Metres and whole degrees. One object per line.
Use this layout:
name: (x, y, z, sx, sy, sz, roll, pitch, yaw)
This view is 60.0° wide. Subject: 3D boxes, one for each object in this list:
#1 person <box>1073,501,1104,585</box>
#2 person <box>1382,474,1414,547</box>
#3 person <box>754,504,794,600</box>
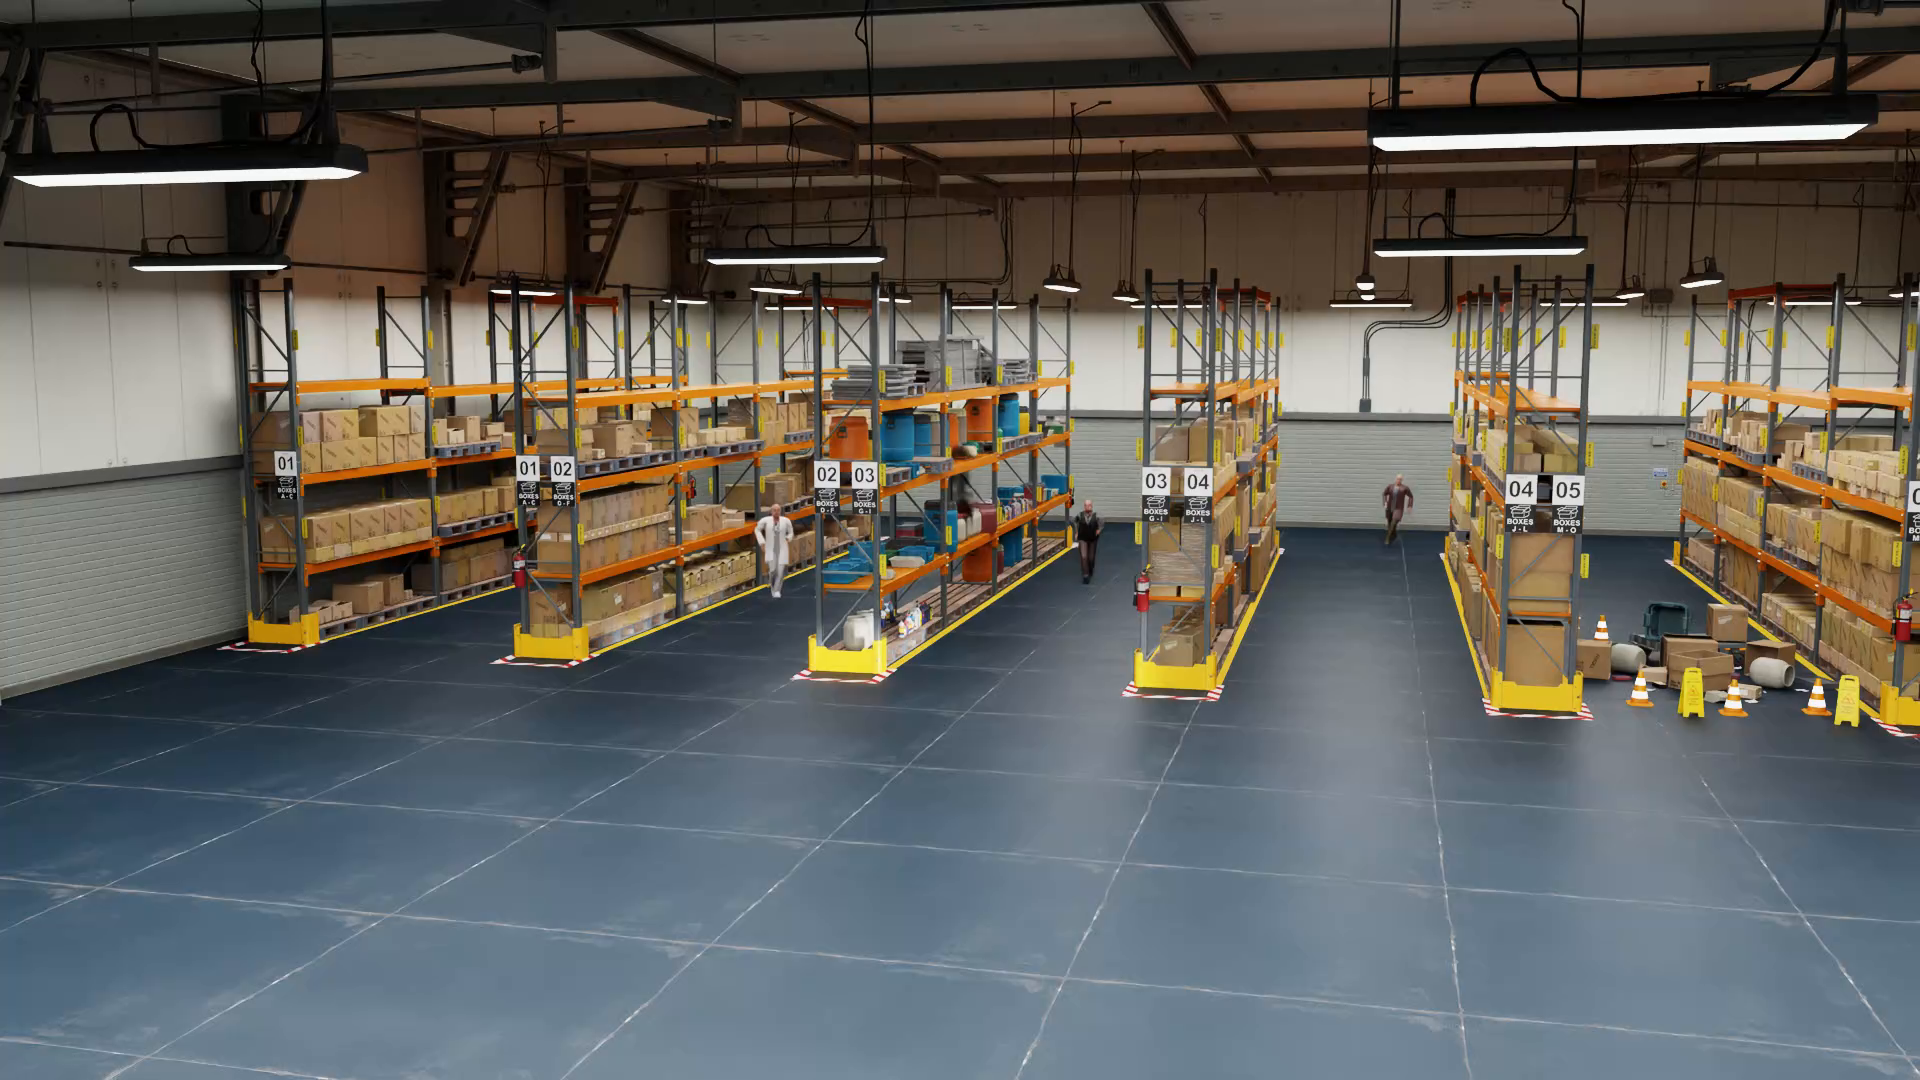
person: (2.663, 0.023, 34.538, 0.633, 1.718, 0.936, 0, 7, 2)
person: (10.477, -0.704, 40.002, 0.743, 1.770, 1.070, 5, 9, 37)
person: (-3.389, 0.228, 30.398, 0.716, 1.779, 0.709, -1, 7, -9)
